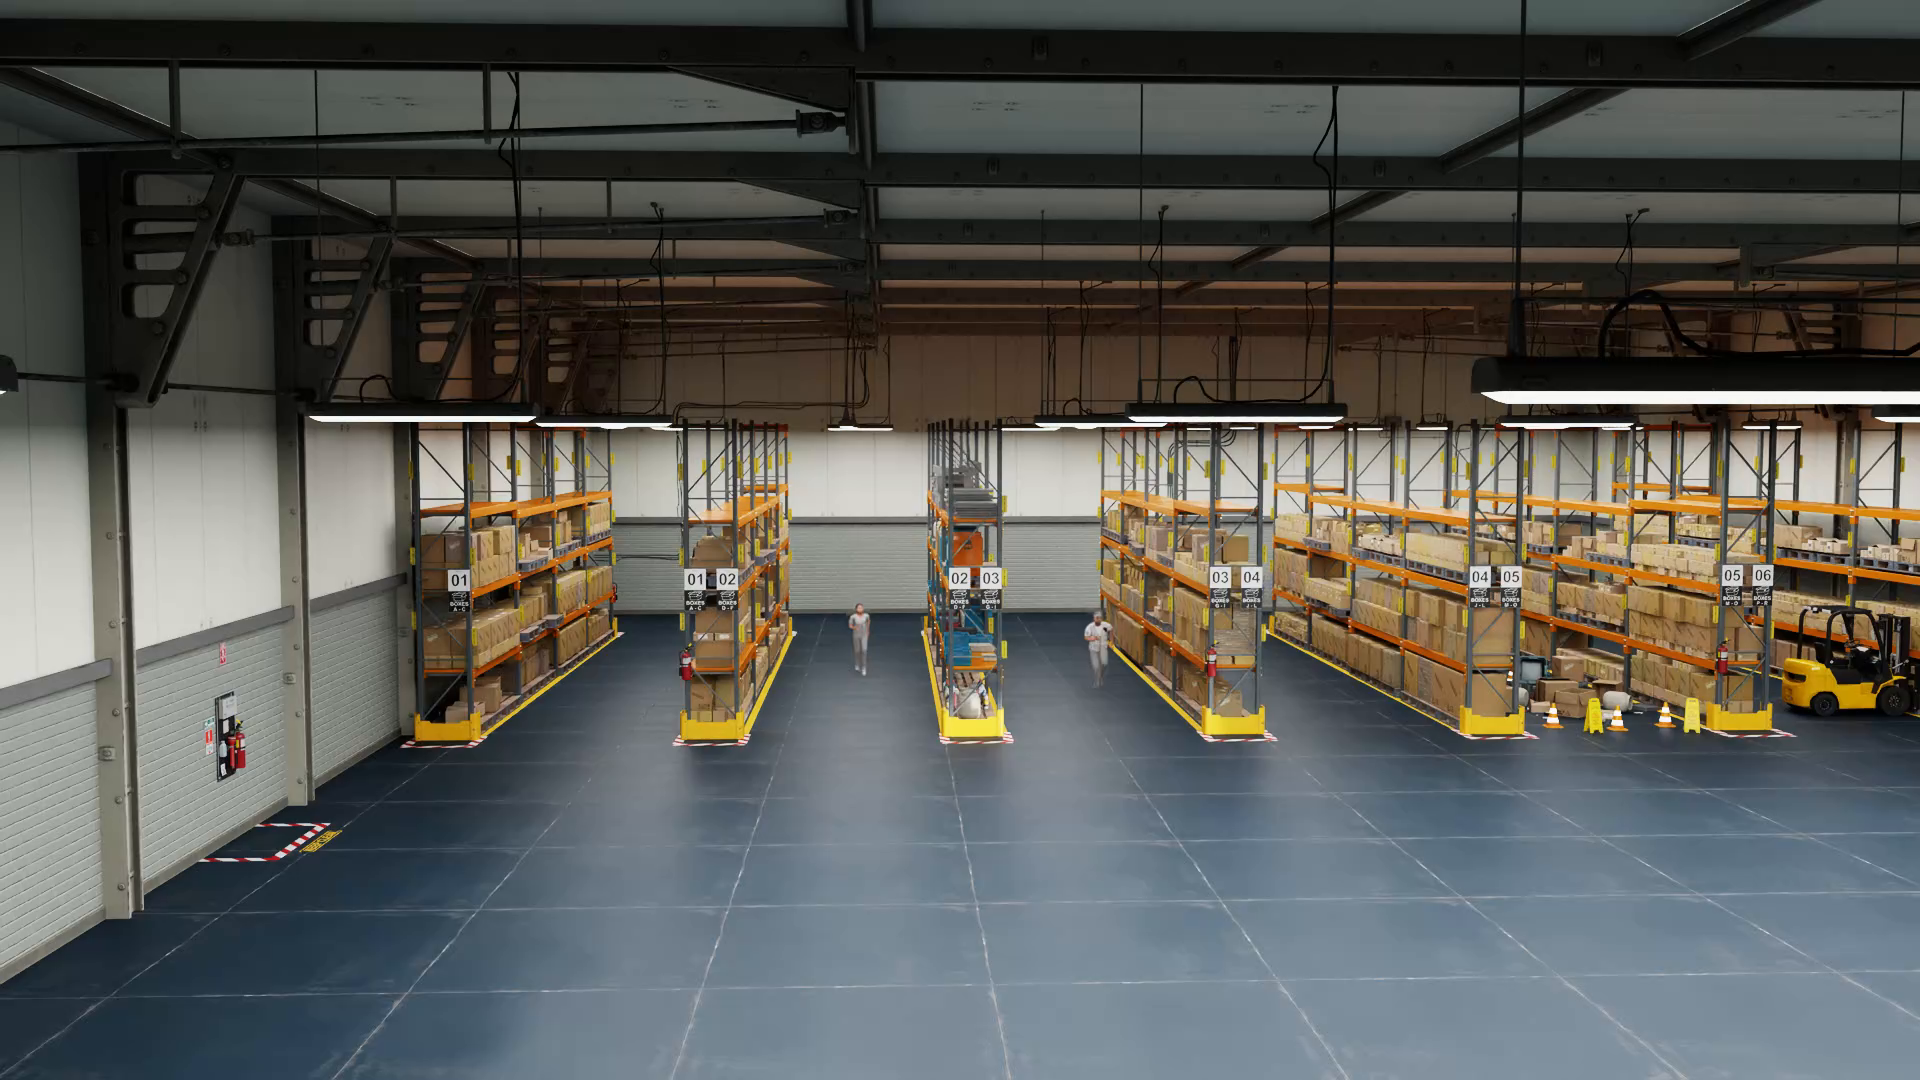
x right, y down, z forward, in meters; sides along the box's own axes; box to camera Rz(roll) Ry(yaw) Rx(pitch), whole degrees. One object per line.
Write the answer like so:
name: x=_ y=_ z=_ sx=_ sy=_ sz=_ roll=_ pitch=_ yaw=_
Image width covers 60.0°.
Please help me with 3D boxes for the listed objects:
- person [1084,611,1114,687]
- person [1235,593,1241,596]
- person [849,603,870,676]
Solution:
person: x=3.129 y=2.446 z=37.305 sx=0.701 sy=1.731 sz=0.799 roll=0 pitch=4 yaw=-3
person: x=7.788 y=1.906 z=45.924 sx=0.712 sy=1.796 sz=0.888 roll=1 pitch=4 yaw=10
person: x=-2.398 y=2.340 z=39.682 sx=0.518 sy=1.696 sz=0.887 roll=0 pitch=4 yaw=-5
